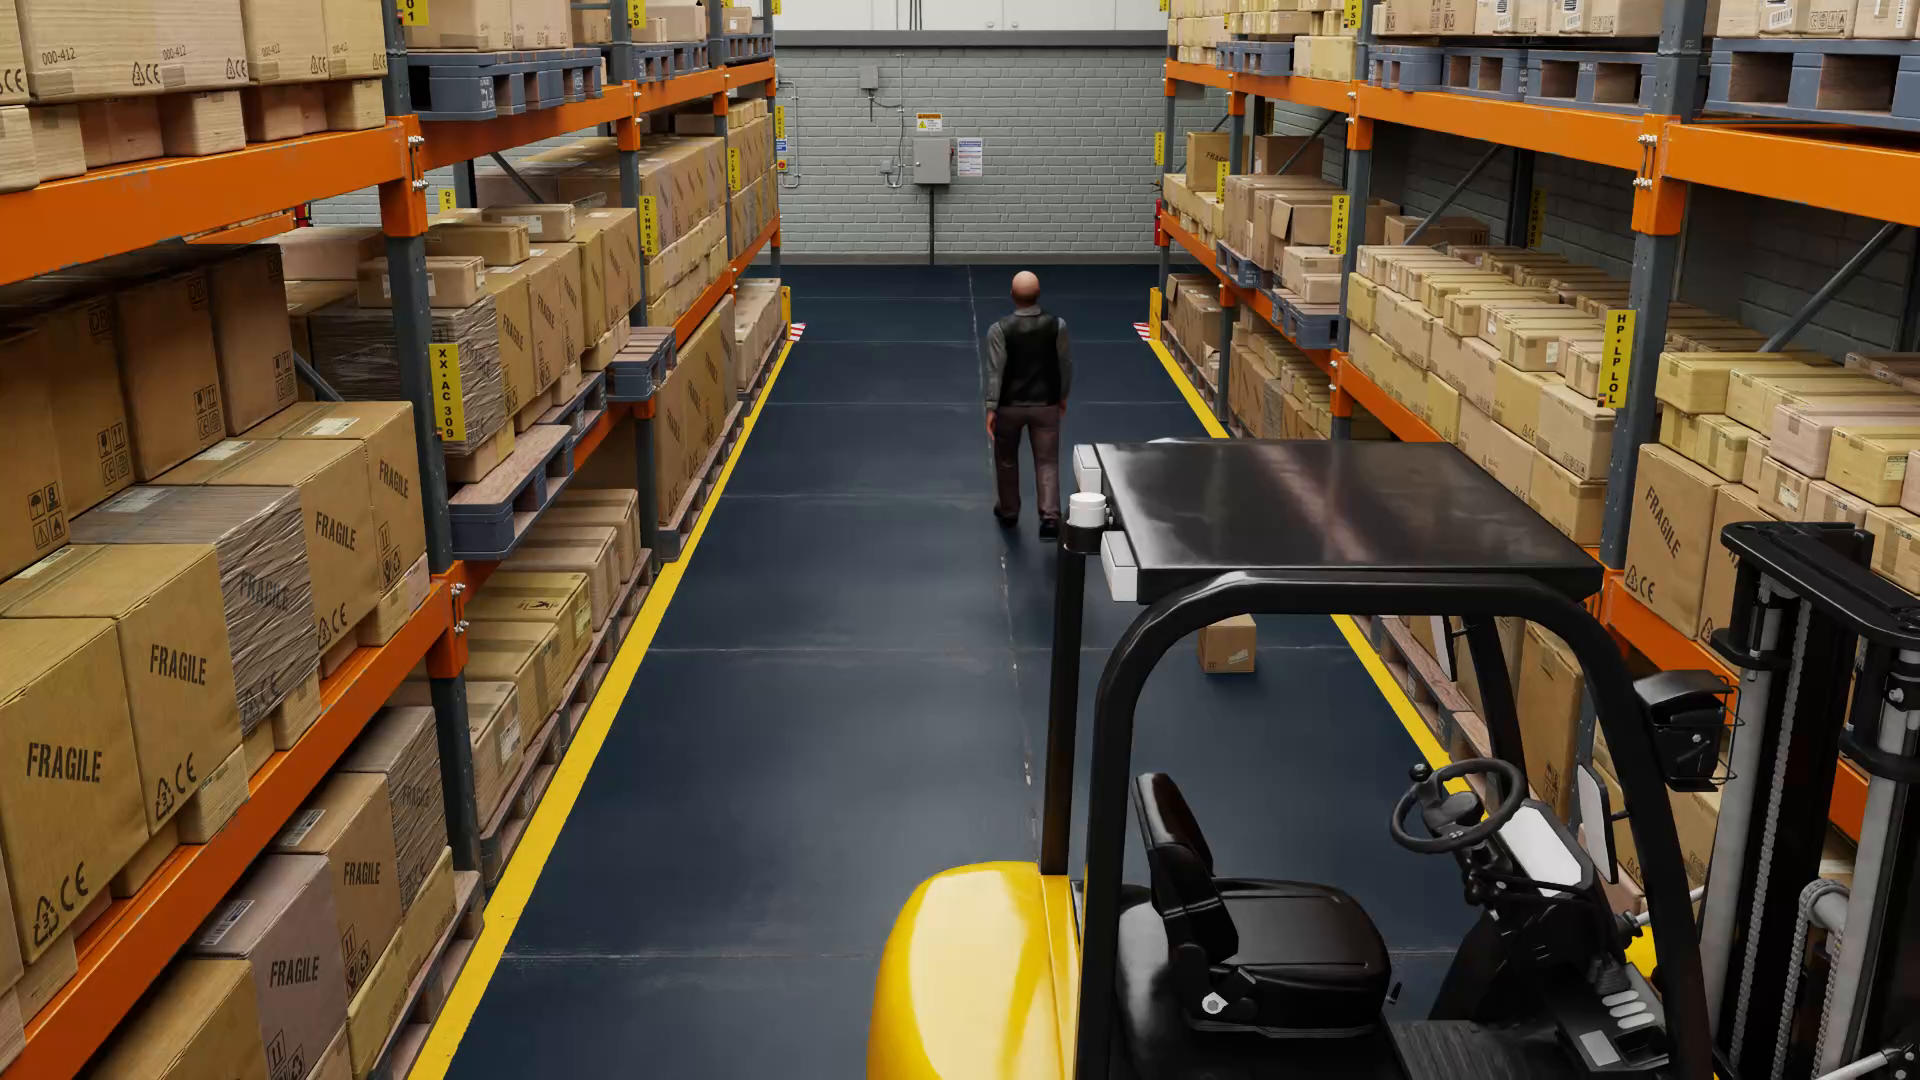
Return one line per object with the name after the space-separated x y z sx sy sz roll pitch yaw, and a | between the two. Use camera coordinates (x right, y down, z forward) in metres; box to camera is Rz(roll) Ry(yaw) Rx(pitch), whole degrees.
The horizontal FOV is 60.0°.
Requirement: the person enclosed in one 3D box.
0.420 -0.837 10.339 0.559 1.679 0.985 -2 17 -5 | person
